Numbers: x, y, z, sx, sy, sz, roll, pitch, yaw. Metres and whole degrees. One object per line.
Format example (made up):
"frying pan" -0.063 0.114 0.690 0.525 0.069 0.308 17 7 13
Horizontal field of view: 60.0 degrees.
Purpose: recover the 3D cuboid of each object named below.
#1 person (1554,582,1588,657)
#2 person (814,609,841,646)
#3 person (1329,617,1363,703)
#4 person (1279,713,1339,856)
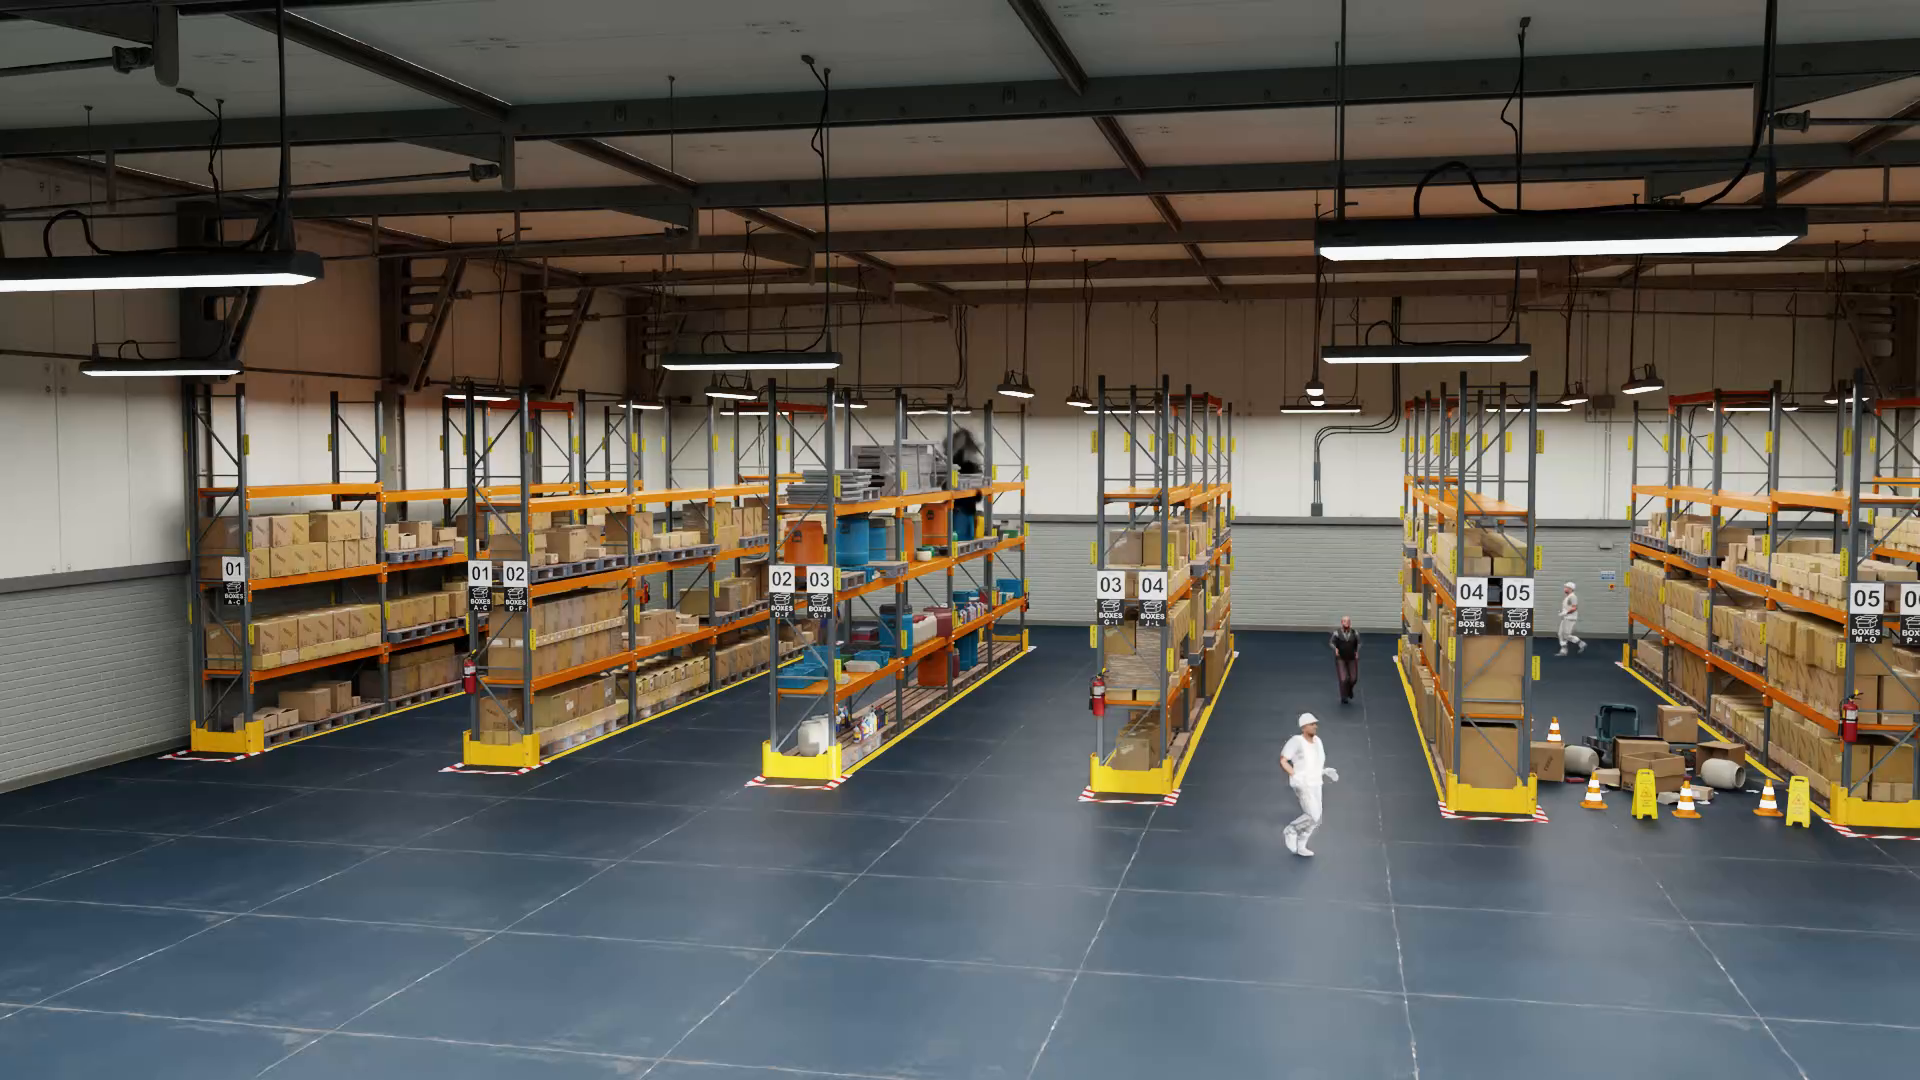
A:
"person" 14.425 1.876 39.263 0.741 1.767 0.667 0 3 8
"person" -2.768 1.972 34.611 0.572 1.528 0.560 0 3 2
"person" 7.478 2.322 32.205 0.655 1.673 0.604 0 3 6
"person" 4.237 2.972 20.159 0.656 1.736 0.582 -3 5 -44
